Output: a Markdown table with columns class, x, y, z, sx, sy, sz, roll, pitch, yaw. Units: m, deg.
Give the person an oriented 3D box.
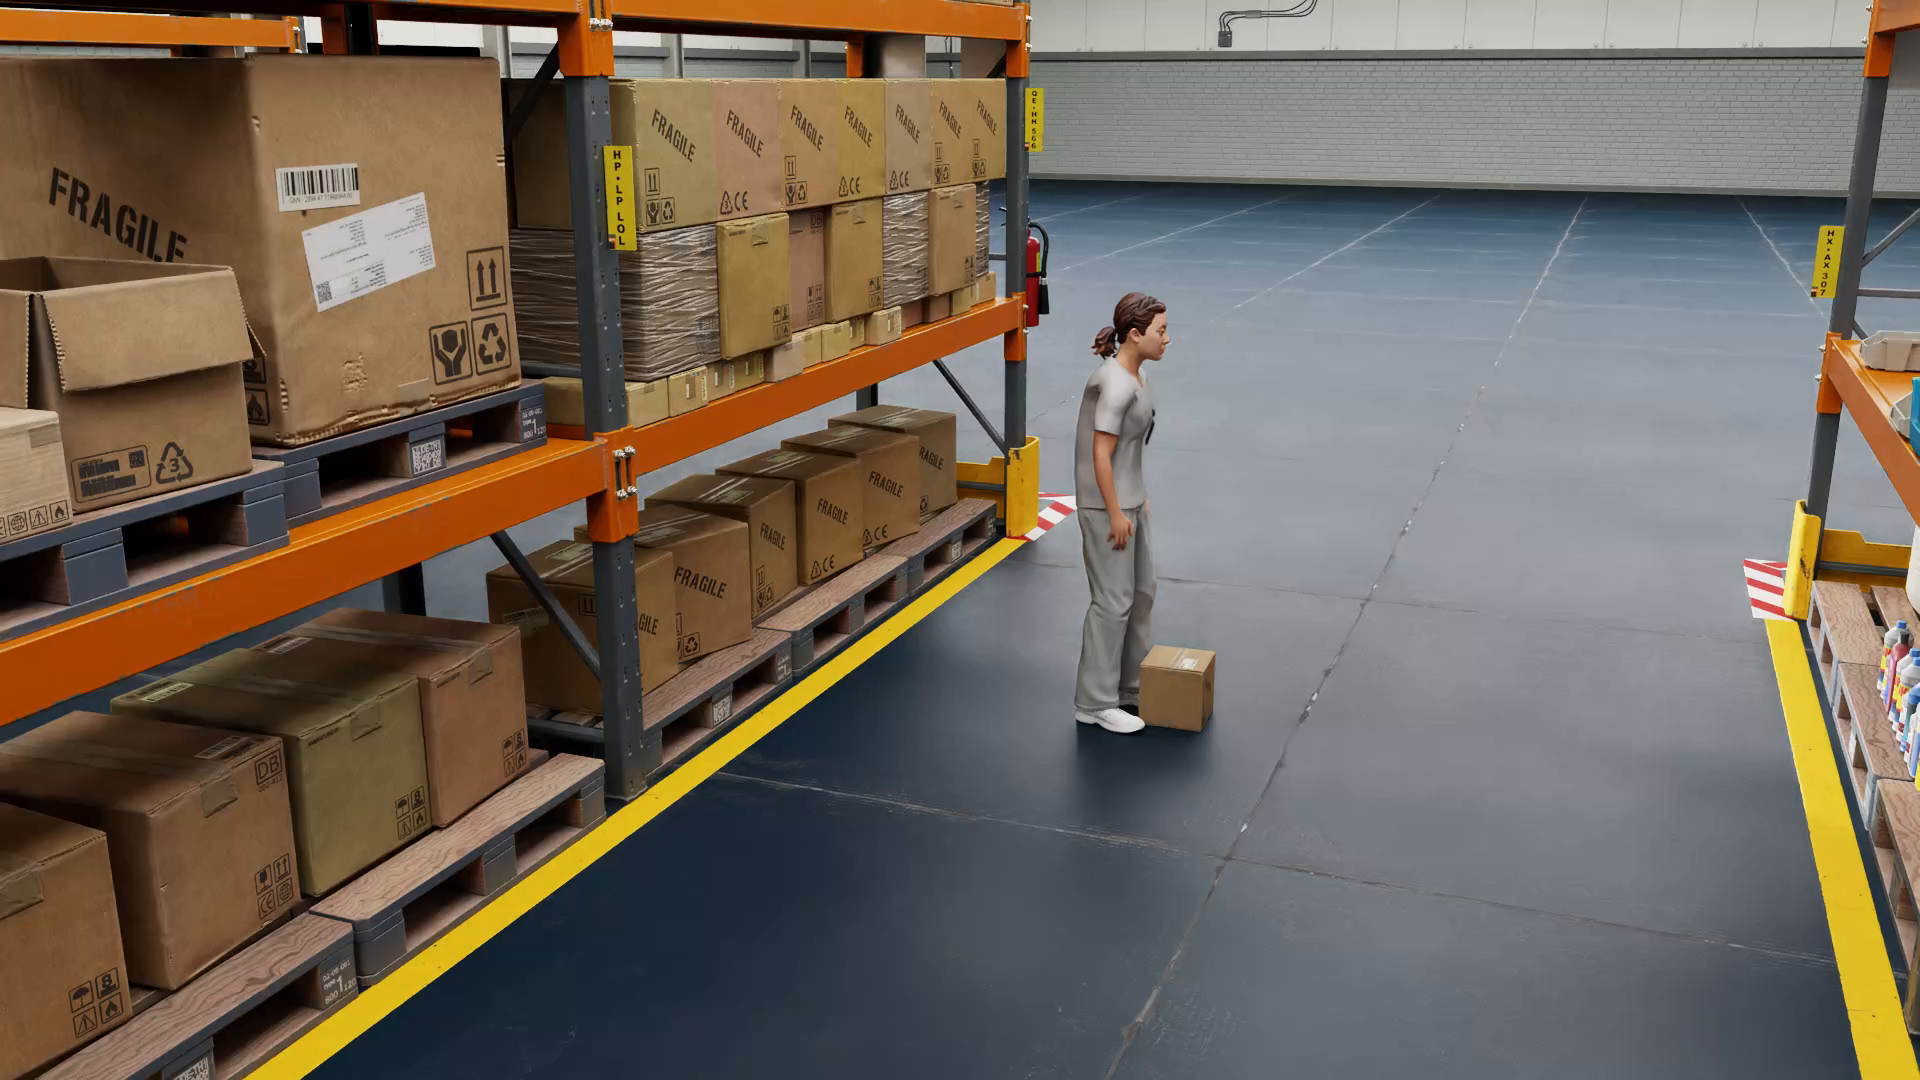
| class | x | y | z | sx | sy | sz | roll | pitch | yaw |
| --- | --- | --- | --- | --- | --- | --- | --- | --- | --- |
| person | 0.653 | -0.121 | 6.463 | 0.409 | 1.673 | 0.514 | 5 | 16 | 18 |
